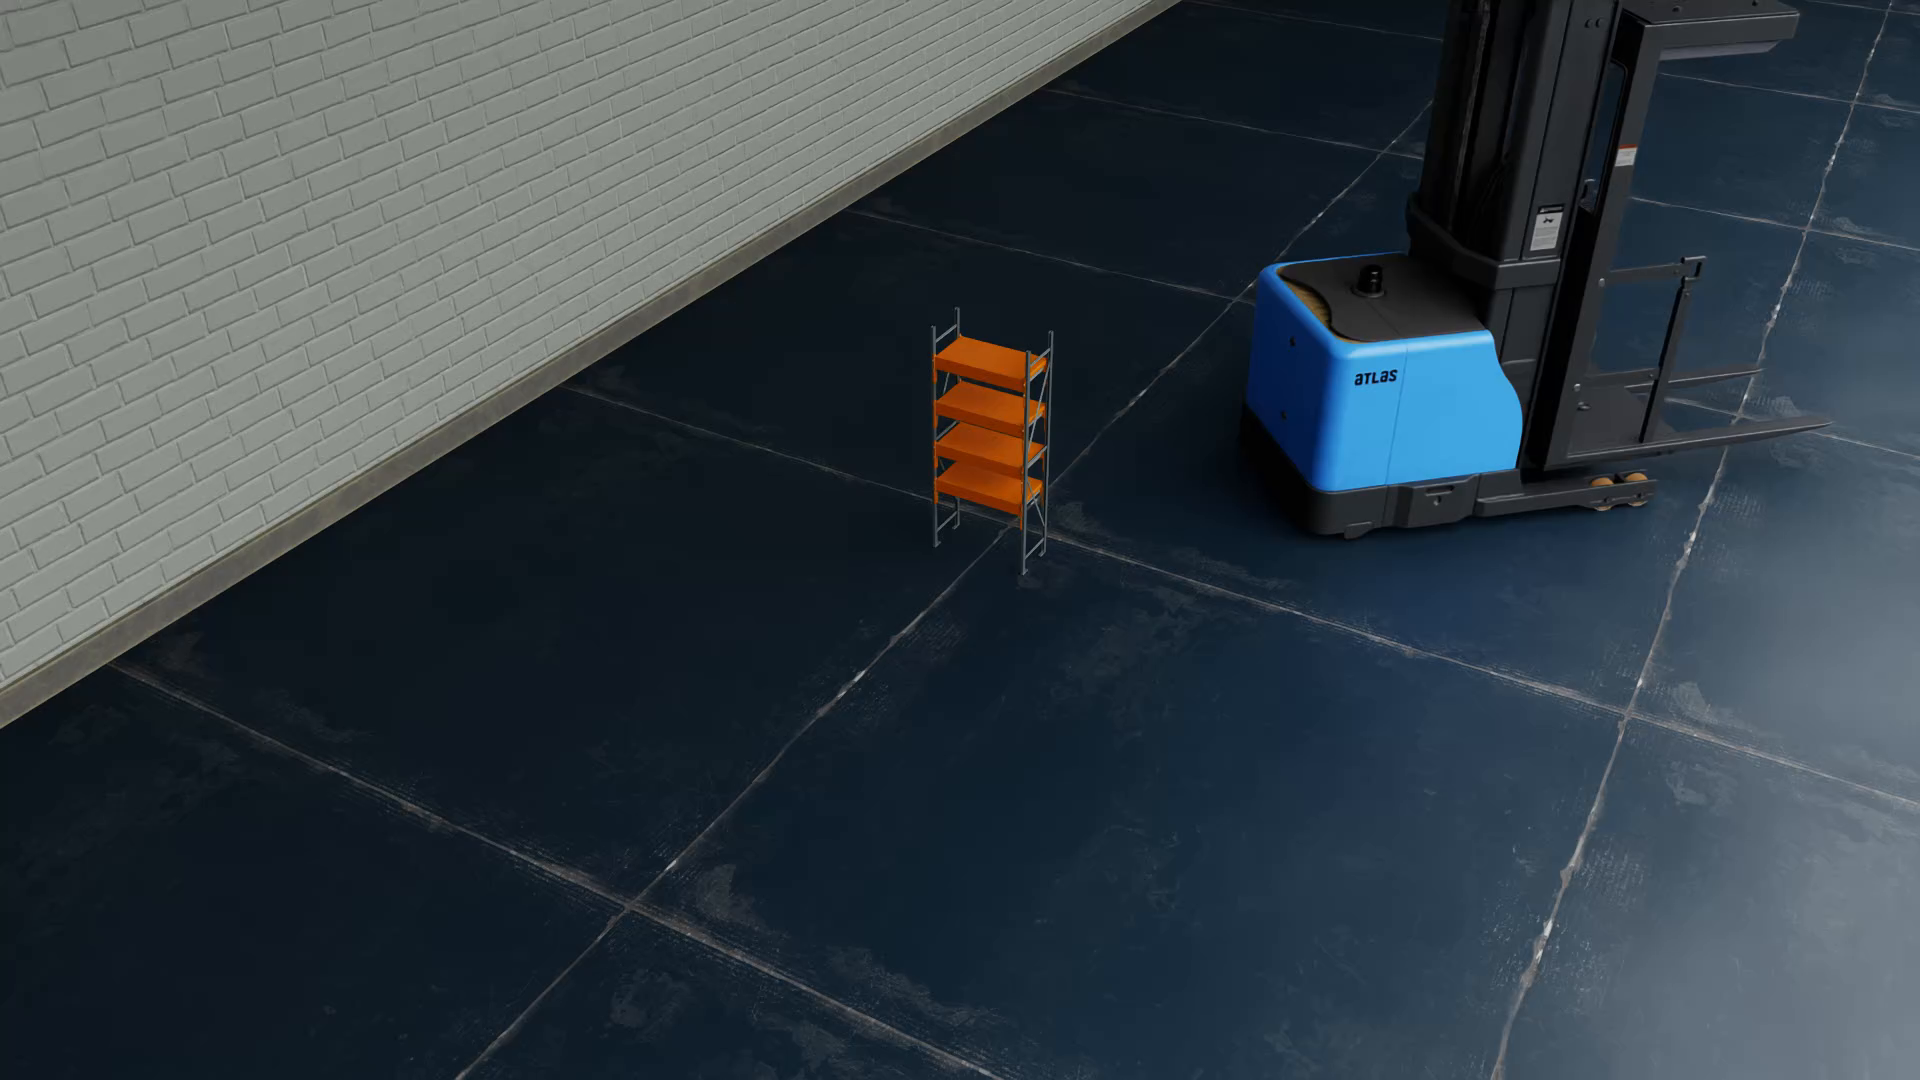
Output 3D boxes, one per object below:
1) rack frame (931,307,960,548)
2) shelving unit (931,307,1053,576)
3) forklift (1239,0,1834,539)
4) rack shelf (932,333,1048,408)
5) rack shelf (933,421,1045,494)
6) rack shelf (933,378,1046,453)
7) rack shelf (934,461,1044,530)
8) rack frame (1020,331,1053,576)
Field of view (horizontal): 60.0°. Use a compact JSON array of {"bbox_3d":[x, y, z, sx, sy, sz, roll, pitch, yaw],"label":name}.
[{"bbox_3d":[-0.068,-0.521,7.950,0.015,1.200,0.240,18,37,24],"label":"rack frame"},{"bbox_3d":[0.144,-0.454,7.849,0.503,1.200,0.258,18,37,24],"label":"shelving unit"},{"bbox_3d":[3.069,-1.647,8.078,3.031,2.935,1.130,-7,34,-11],"label":"forklift"},{"bbox_3d":[0.144,-0.781,7.631,0.480,0.148,0.258,18,37,24],"label":"rack shelf"},{"bbox_3d":[0.144,-0.398,7.886,0.480,0.148,0.258,18,37,24],"label":"rack shelf"},{"bbox_3d":[0.144,-0.584,7.762,0.480,0.148,0.258,18,37,24],"label":"rack shelf"},{"bbox_3d":[0.144,-0.233,7.996,0.480,0.148,0.258,18,37,24],"label":"rack shelf"},{"bbox_3d":[0.356,-0.387,7.748,0.015,1.200,0.240,18,37,24],"label":"rack frame"}]
